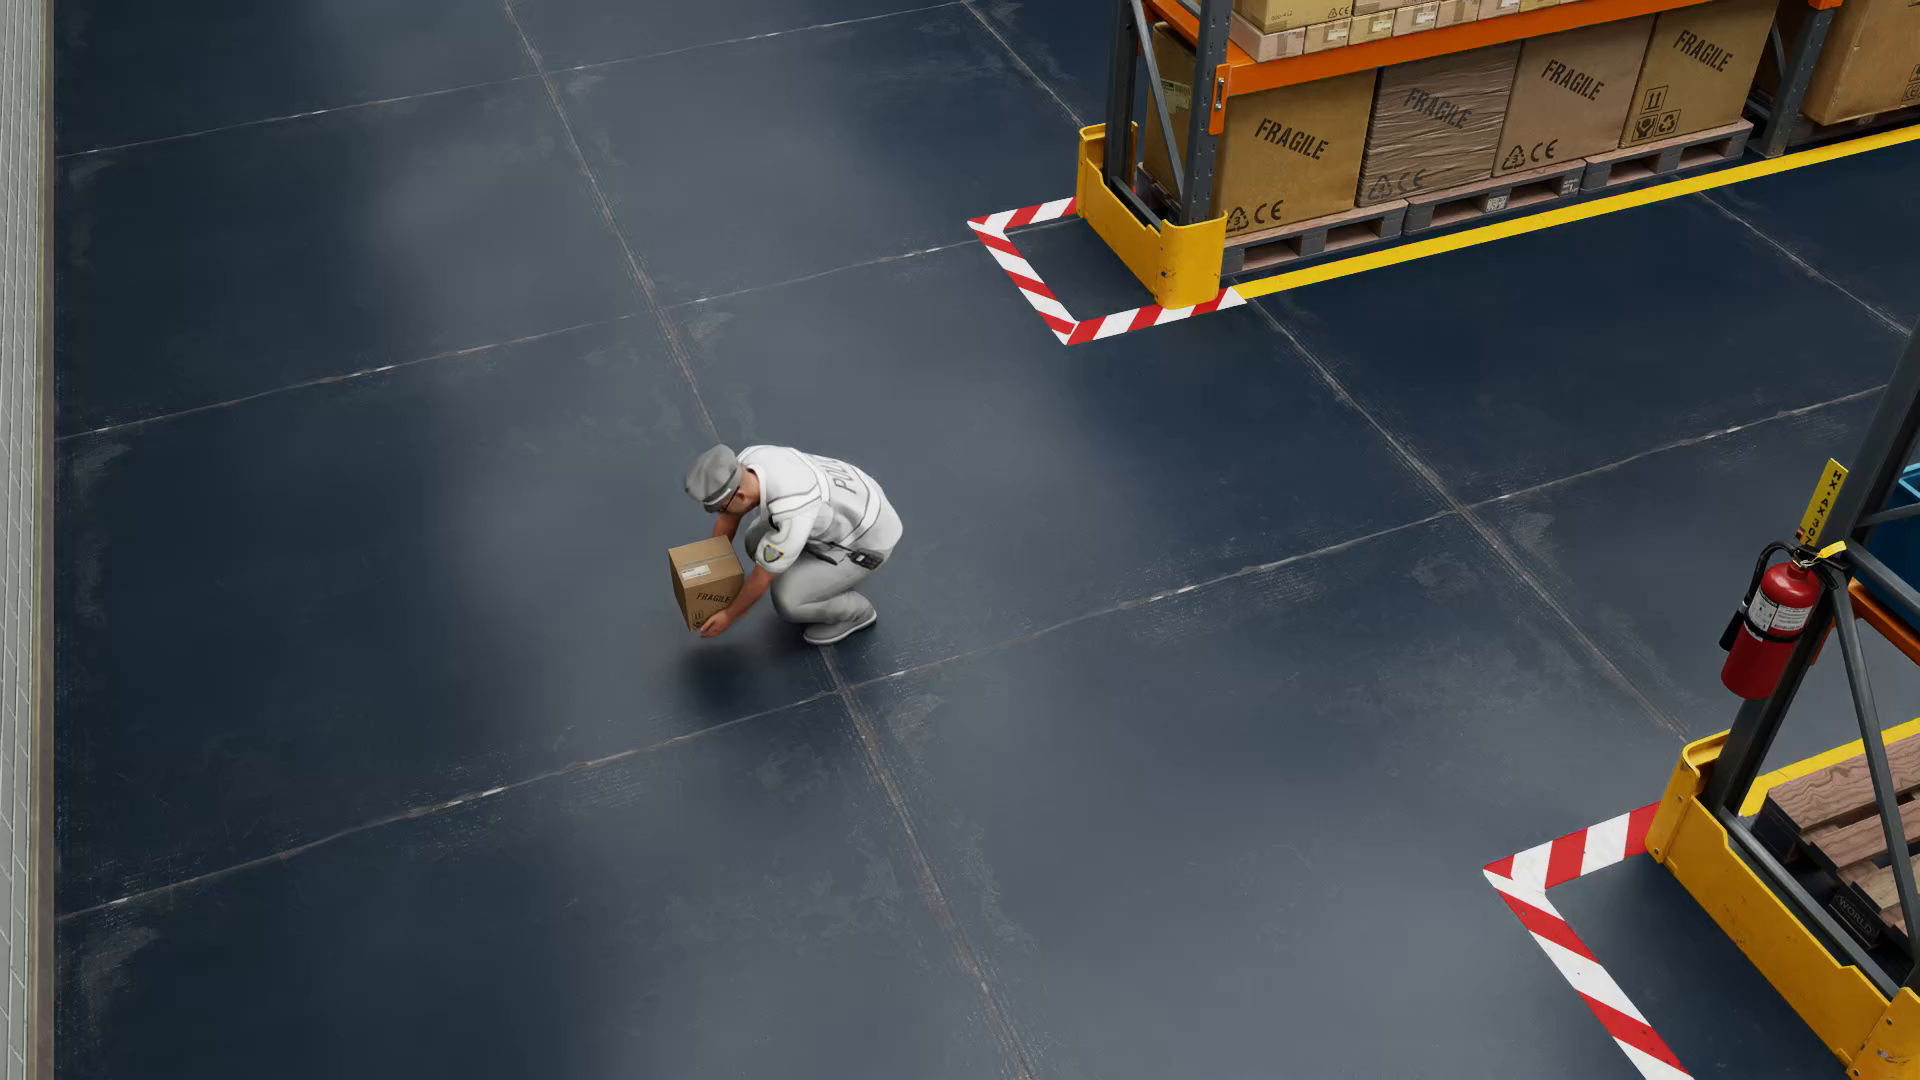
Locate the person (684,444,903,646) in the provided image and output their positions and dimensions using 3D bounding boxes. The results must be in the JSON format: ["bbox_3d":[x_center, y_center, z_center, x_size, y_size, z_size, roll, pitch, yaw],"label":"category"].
[{"bbox_3d":[-0.688,-0.038,6.768,0.907,1.009,0.556,-15,44,-17],"label":"person"}]
